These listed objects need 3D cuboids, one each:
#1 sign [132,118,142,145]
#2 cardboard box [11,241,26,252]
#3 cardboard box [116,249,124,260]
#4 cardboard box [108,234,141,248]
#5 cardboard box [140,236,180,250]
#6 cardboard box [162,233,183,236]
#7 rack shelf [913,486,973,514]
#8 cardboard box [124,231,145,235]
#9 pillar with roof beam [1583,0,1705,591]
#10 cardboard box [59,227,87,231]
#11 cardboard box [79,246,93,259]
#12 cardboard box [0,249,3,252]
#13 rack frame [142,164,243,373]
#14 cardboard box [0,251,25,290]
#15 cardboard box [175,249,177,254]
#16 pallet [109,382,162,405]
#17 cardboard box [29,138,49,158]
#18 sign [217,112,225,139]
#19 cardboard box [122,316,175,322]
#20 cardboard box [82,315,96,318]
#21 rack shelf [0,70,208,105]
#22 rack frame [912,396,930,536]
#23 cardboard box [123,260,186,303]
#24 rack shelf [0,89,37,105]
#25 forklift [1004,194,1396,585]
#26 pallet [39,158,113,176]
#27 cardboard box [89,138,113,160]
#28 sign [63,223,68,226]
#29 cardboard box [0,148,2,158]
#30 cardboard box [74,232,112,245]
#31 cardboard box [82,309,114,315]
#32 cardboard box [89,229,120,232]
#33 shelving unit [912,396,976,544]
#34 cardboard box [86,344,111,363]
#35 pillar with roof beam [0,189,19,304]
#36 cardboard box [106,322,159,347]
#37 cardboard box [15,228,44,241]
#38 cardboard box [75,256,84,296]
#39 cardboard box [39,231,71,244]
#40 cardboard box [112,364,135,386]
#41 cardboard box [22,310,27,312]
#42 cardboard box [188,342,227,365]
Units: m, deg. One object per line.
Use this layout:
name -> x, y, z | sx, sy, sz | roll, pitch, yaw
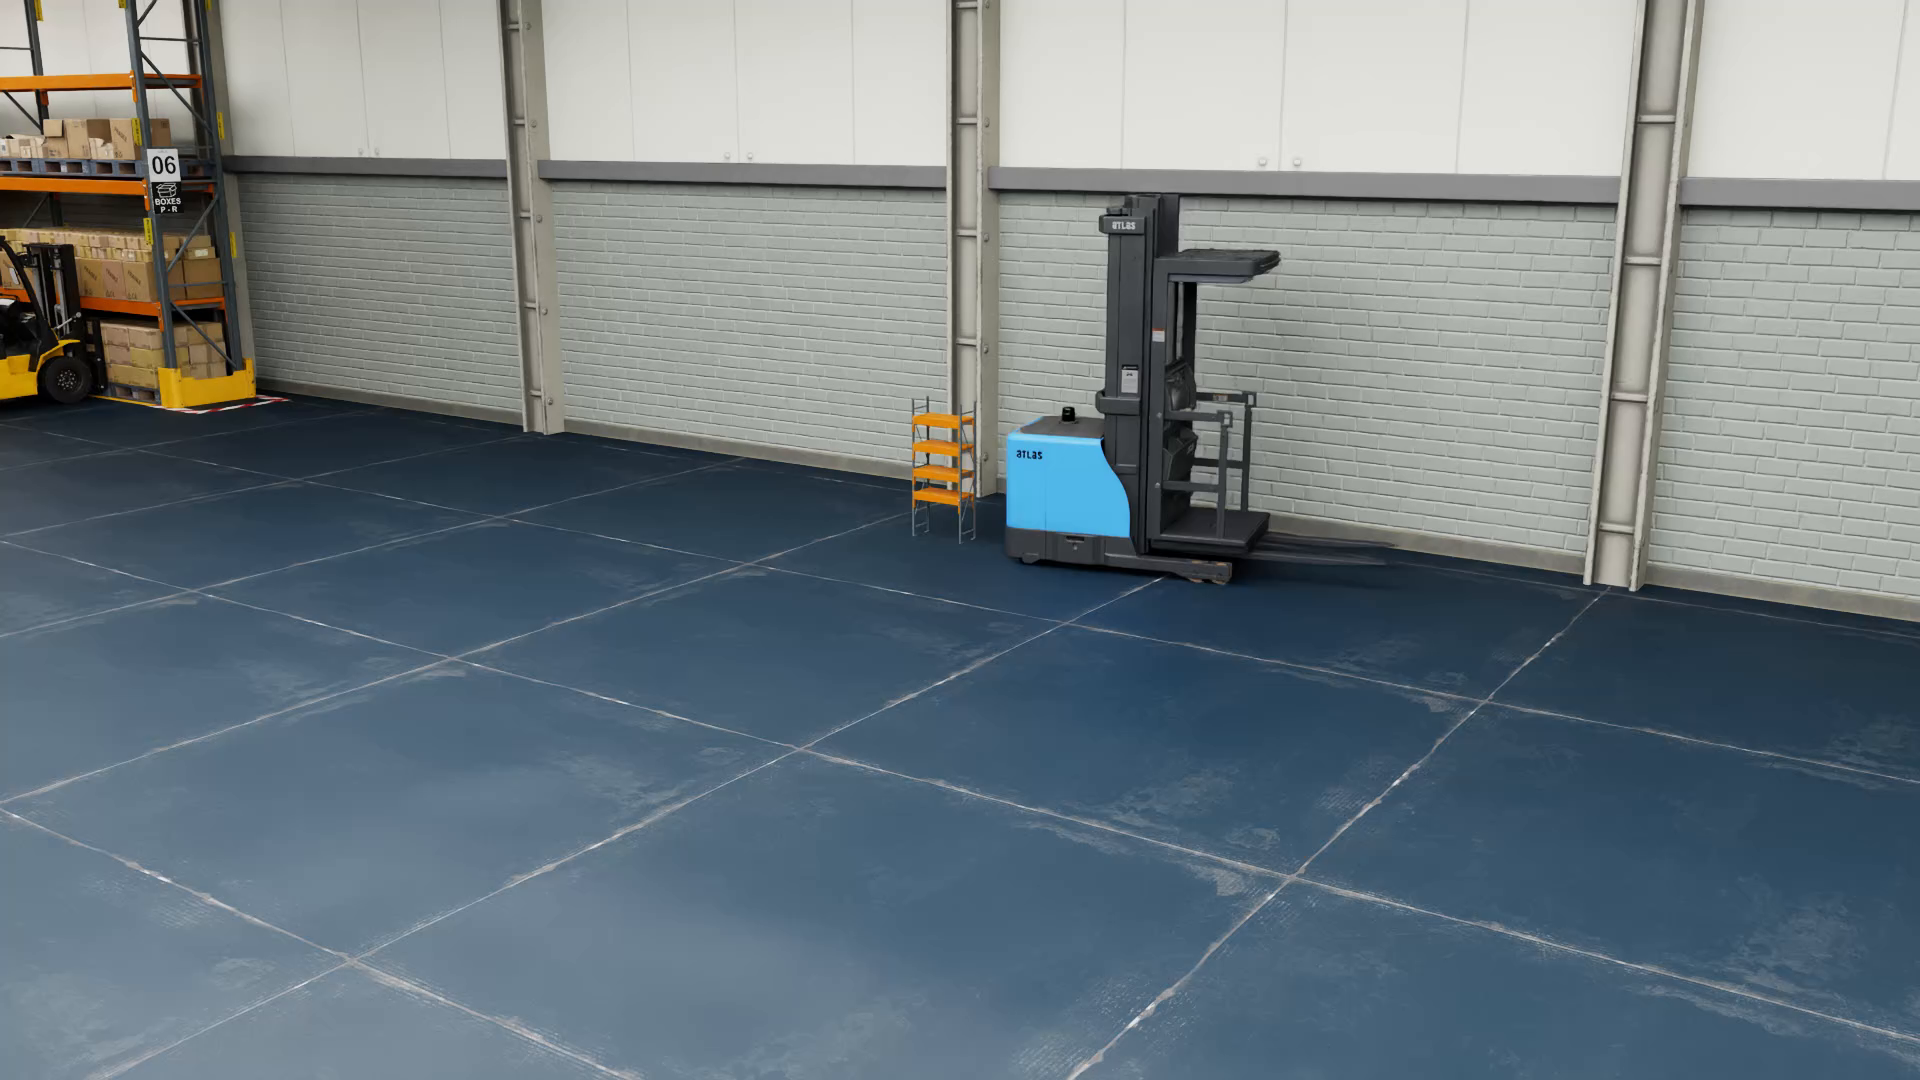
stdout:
sign -> -10.077, -5.001, 20.363 | 0.005, 0.325, 0.100 | 9, 17, 33
cardboard box -> -12.748, -4.030, 22.804 | 0.250, 0.149, 0.380 | 10, 17, 34
cardboard box -> -10.616, -3.689, 21.427 | 0.250, 0.149, 0.380 | 10, 17, 34
cardboard box -> -10.796, -3.879, 21.572 | 0.250, 0.149, 0.380 | 9, 17, 33
cardboard box -> -10.177, -3.774, 21.149 | 0.250, 0.149, 0.380 | 9, 17, 33
cardboard box -> -10.347, -3.930, 21.779 | 0.250, 0.149, 0.380 | 10, 17, 34
rack shelf -> -0.137, -0.347, 14.333 | 0.480, 0.148, 0.258 | 9, 17, 33
cardboard box -> -10.939, -4.051, 22.269 | 0.250, 0.149, 0.380 | 9, 16, 31
pillar with roof beam -> 2.696, -3.173, 8.414 | 0.400, 9.000, 9.100 | 9, 17, 33
cardboard box -> -12.236, -4.247, 23.060 | 0.250, 0.149, 0.380 | 9, 17, 32
cardboard box -> -11.284, -3.781, 21.798 | 0.250, 0.149, 0.380 | 9, 17, 33
cardboard box -> -13.631, -3.981, 23.435 | 0.500, 0.250, 0.500 | 9, 16, 32
rack frame -> -9.762, -3.260, 21.250 | 0.127, 3.000, 1.000 | 9, 17, 33
cardboard box -> -12.859, -3.733, 22.955 | 0.500, 0.500, 0.500 | 9, 16, 31
cardboard box -> -10.139, -3.741, 21.635 | 0.250, 0.149, 0.380 | 9, 17, 33
pallet -> -10.420, -2.001, 21.966 | 1.213, 0.211, 1.003 | 9, 17, 33
cardboard box -> -12.019, -5.180, 21.962 | 0.258, 0.266, 0.396 | 9, 16, 31
sign -> -9.447, -5.289, 21.219 | 0.005, 0.325, 0.100 | 9, 17, 33
cardboard box -> -10.881, -2.852, 22.370 | 0.500, 0.250, 0.500 | 9, 17, 32
cardboard box -> -12.017, -2.888, 22.517 | 0.500, 0.250, 0.500 | 10, 17, 35
rack shelf -> -11.422, -5.897, 21.747 | 4.000, 0.370, 1.077 | 9, 17, 33
rack frame -> -0.340, -0.637, 14.401 | 0.015, 1.200, 0.240 | 9, 17, 33
cardboard box -> -10.317, -3.322, 21.293 | 0.500, 0.500, 0.500 | 9, 16, 32
rack shelf -> -14.741, -6.433, 23.914 | 4.000, 0.370, 1.077 | 9, 17, 33
forklift -> 1.936, -1.220, 13.152 | 3.031, 2.935, 1.130 | 5, 15, 19
pallet -> -11.351, -4.937, 21.965 | 1.213, 0.211, 1.003 | 9, 17, 33
cardboard box -> -10.830, -4.988, 21.185 | 0.258, 0.266, 0.396 | 9, 17, 33
sign -> -12.773, -4.366, 23.752 | 0.005, 0.325, 0.100 | 9, 17, 33
cardboard box -> -12.878, -5.262, 22.537 | 0.250, 0.149, 0.380 | 10, 17, 34
cardboard box -> -11.453, -3.978, 21.975 | 0.250, 0.149, 0.380 | 9, 17, 34
cardboard box -> -12.136, -3.059, 23.204 | 0.500, 0.250, 0.500 | 9, 16, 32
cardboard box -> -11.603, -4.144, 22.642 | 0.250, 0.149, 0.380 | 9, 16, 32
shelving unit -> -0.137, -0.605, 14.269 | 0.503, 1.200, 0.258 | 9, 17, 33
cardboard box -> -11.191, -2.509, 22.025 | 0.500, 0.250, 0.500 | 9, 16, 32
pillar with roof beam -> -17.218, -6.392, 21.416 | 0.400, 9.000, 9.100 | 9, 17, 33
cardboard box -> -10.745, -2.681, 21.680 | 0.500, 0.250, 0.500 | 10, 17, 34
cardboard box -> -12.705, -4.189, 22.825 | 0.250, 0.149, 0.380 | 9, 17, 34
cardboard box -> -11.591, -3.528, 22.123 | 0.500, 0.500, 0.500 | 9, 17, 33
cardboard box -> -12.112, -4.068, 22.339 | 0.250, 0.149, 0.380 | 9, 16, 32
cardboard box -> -10.736, -2.198, 21.807 | 0.500, 0.250, 0.500 | 9, 17, 33
cardboard box -> -14.160, -3.021, 24.352 | 0.625, 0.625, 0.875 | 9, 17, 32
cardboard box -> -10.036, -2.476, 21.892 | 0.500, 0.250, 0.500 | 10, 17, 34
